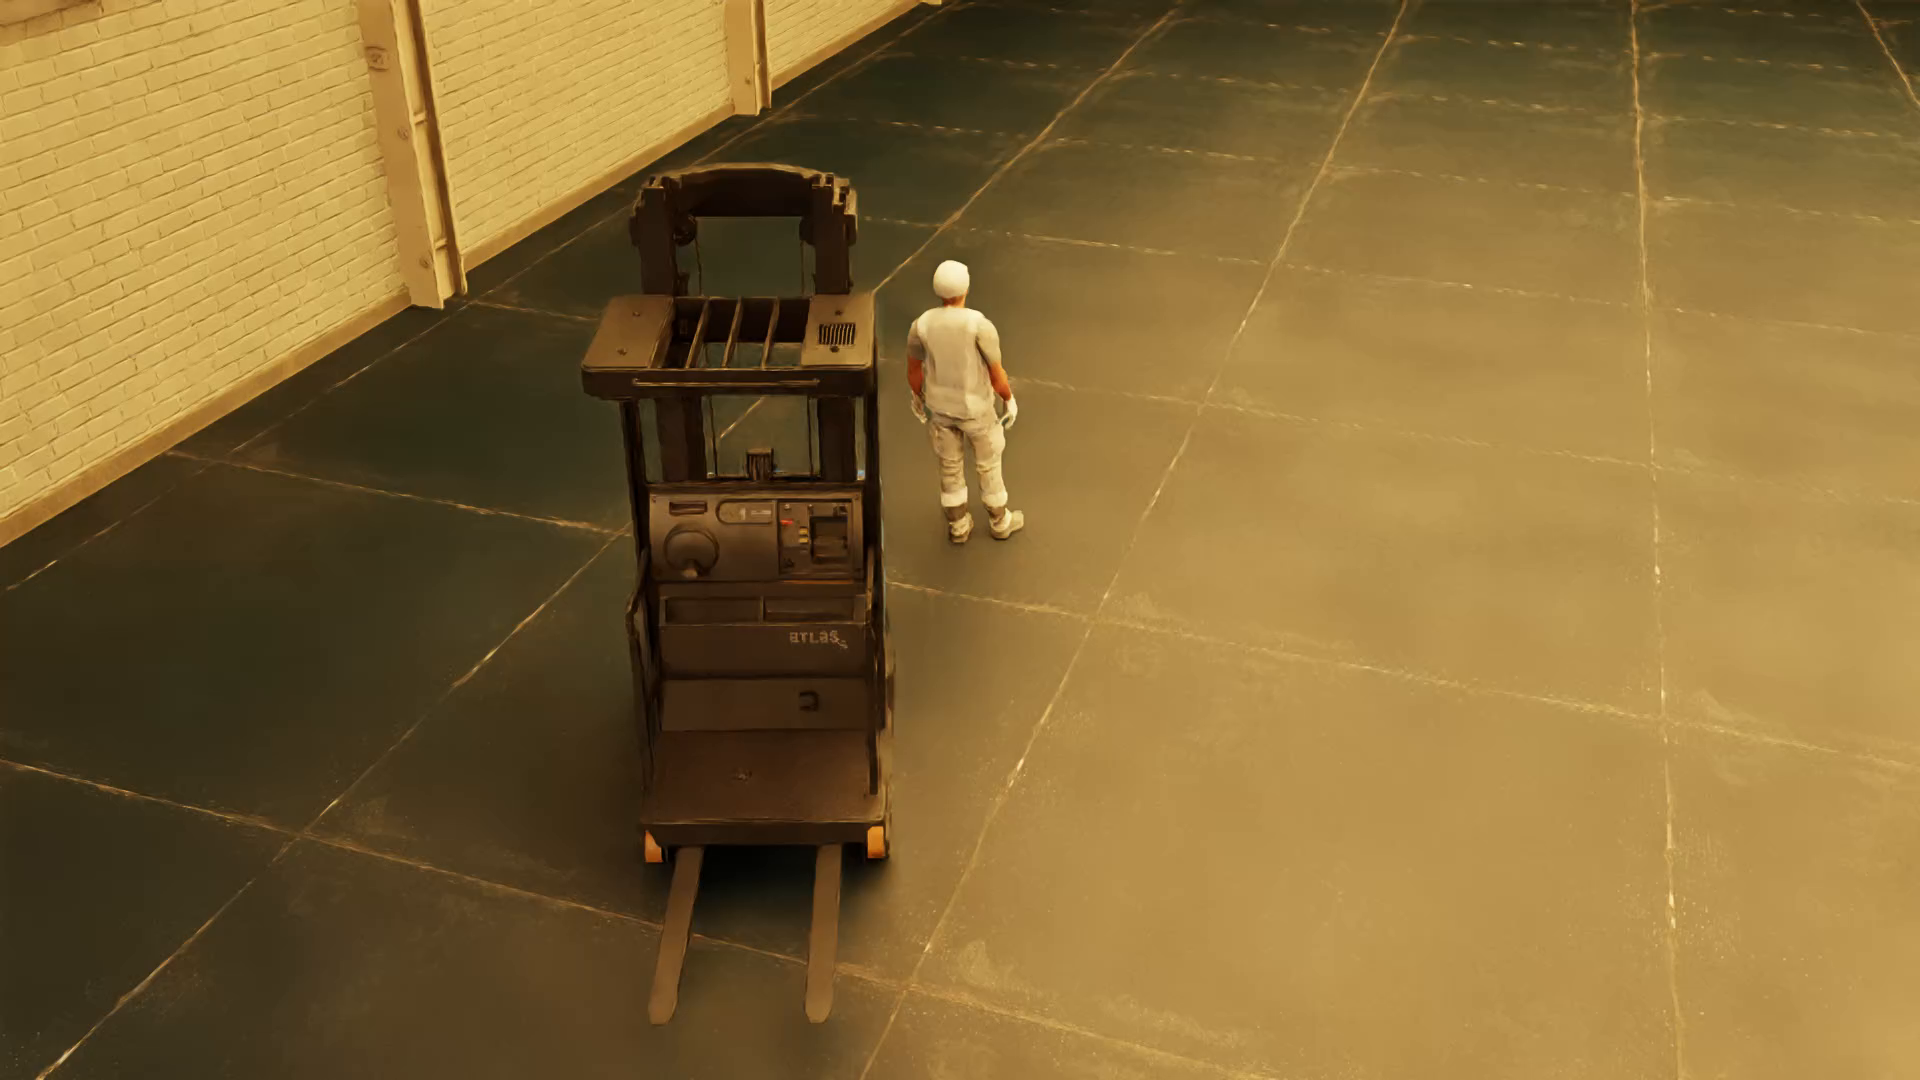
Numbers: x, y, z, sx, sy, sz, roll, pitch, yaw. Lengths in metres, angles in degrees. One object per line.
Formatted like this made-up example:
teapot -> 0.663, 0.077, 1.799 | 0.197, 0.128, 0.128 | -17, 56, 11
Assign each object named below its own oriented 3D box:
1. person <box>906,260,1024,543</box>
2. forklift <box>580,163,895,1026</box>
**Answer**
person -> 0.036, -0.819, 9.713 | 0.637, 1.787, 0.563 | 10, 31, 16
forklift -> -0.883, 0.028, 7.088 | 1.130, 2.935, 3.031 | -1, 30, -1
